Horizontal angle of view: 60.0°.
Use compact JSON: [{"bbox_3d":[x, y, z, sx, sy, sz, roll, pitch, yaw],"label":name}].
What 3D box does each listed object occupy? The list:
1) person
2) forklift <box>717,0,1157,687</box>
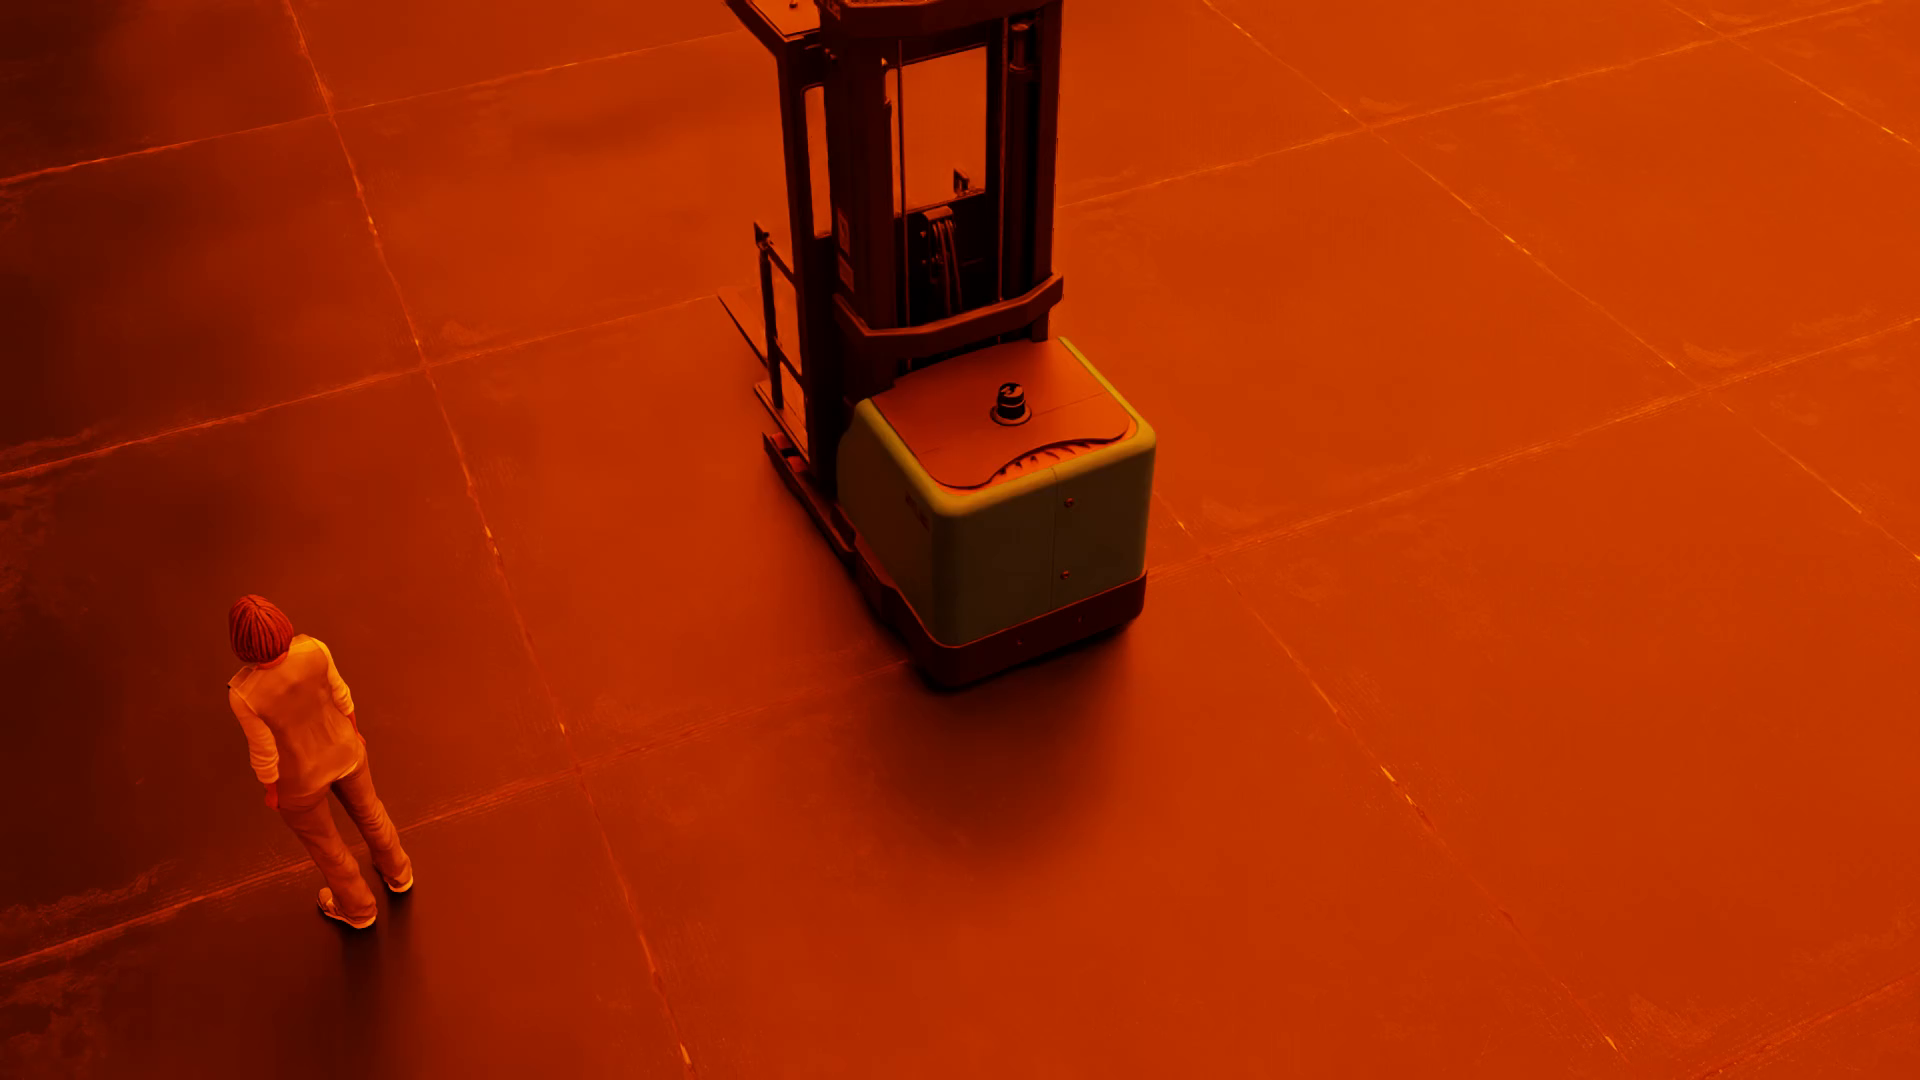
[{"bbox_3d":[-2.264,0.781,5.819,0.314,1.604,0.407,29,50,27],"label":"person"},{"bbox_3d":[-0.312,-1.452,7.236,1.130,2.935,3.031,-20,46,-20],"label":"forklift"}]
